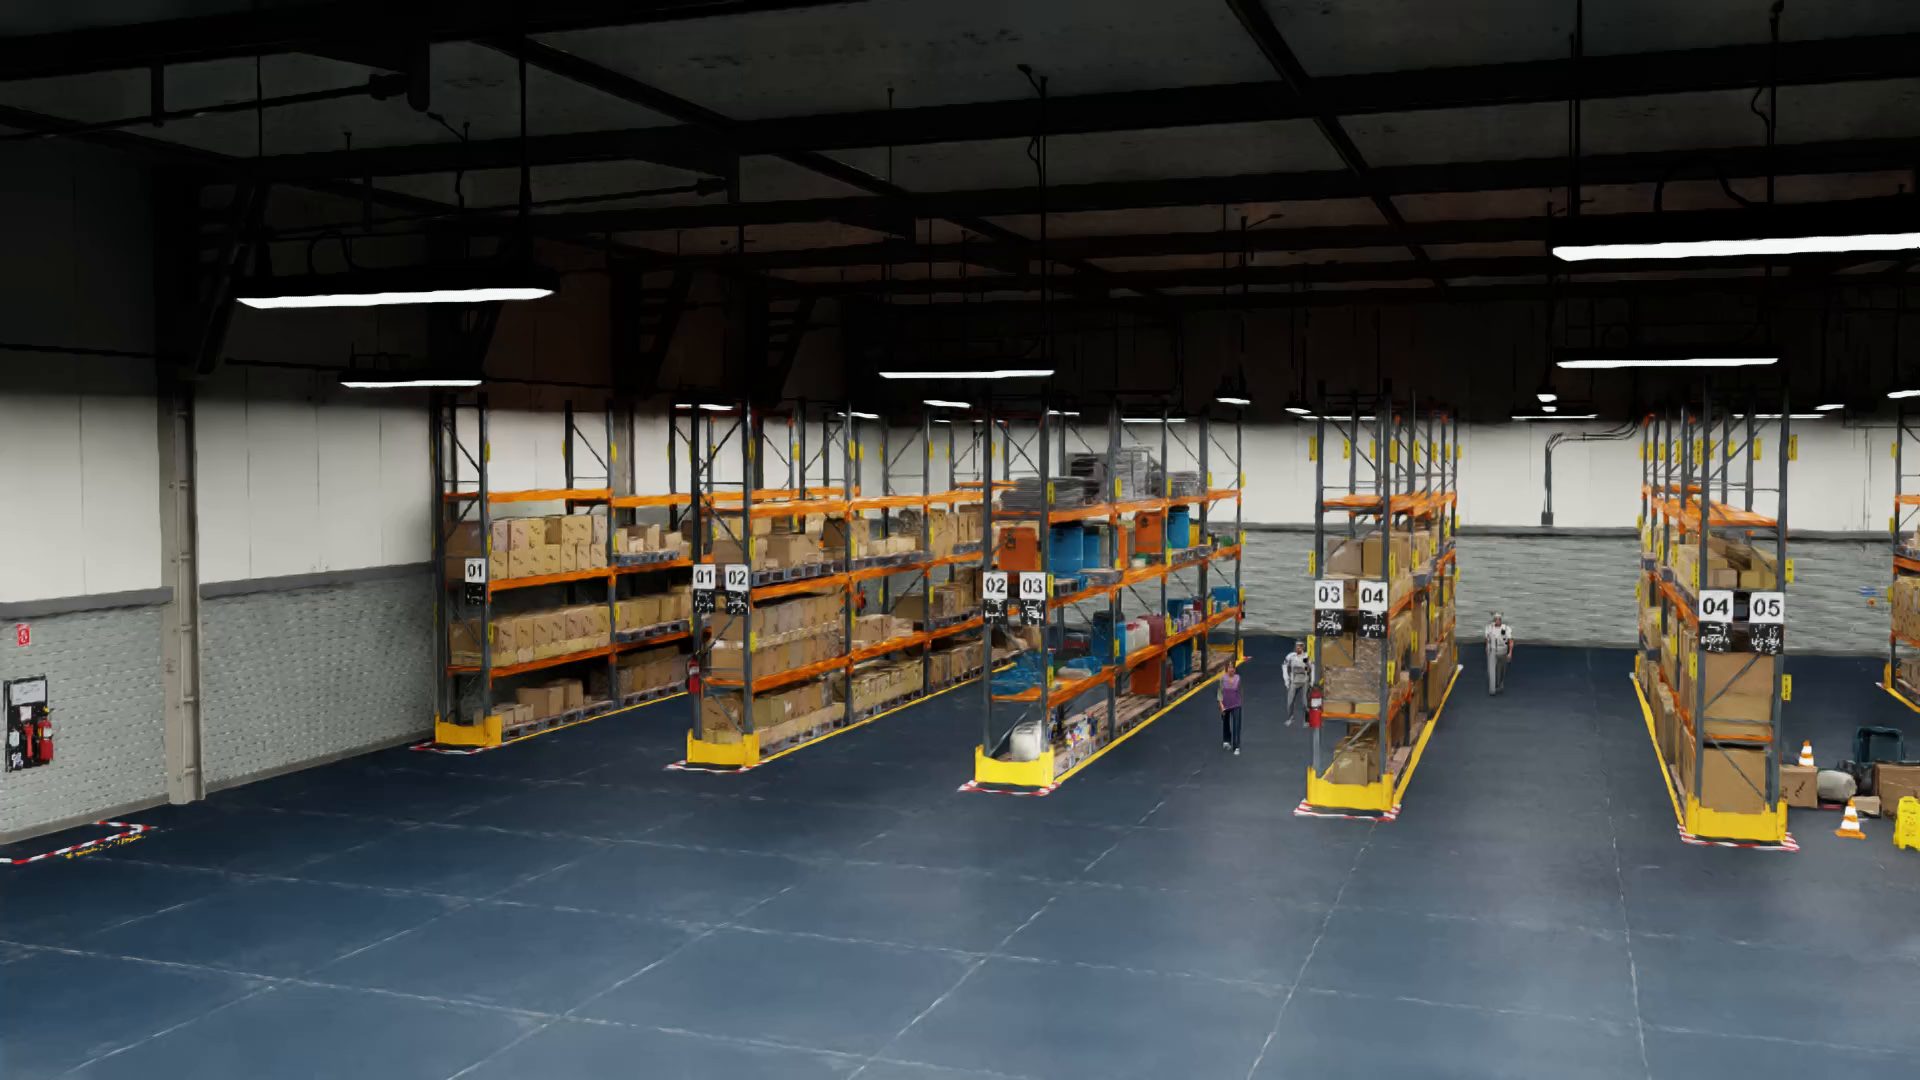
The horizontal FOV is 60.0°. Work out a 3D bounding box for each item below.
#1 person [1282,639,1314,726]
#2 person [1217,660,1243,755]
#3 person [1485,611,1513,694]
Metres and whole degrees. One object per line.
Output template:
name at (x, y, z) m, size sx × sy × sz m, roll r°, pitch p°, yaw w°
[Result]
person at (6.179, 2.583, 30.262) m, size 0.639 × 1.632 × 0.506 m, roll 1°, pitch 3°, yaw 18°
person at (4.480, 2.803, 27.575) m, size 0.412 × 1.433 × 0.955 m, roll 1°, pitch 3°, yaw 12°
person at (11.122, 2.312, 34.343) m, size 0.556 × 1.712 × 1.040 m, roll 1°, pitch 3°, yaw 19°
